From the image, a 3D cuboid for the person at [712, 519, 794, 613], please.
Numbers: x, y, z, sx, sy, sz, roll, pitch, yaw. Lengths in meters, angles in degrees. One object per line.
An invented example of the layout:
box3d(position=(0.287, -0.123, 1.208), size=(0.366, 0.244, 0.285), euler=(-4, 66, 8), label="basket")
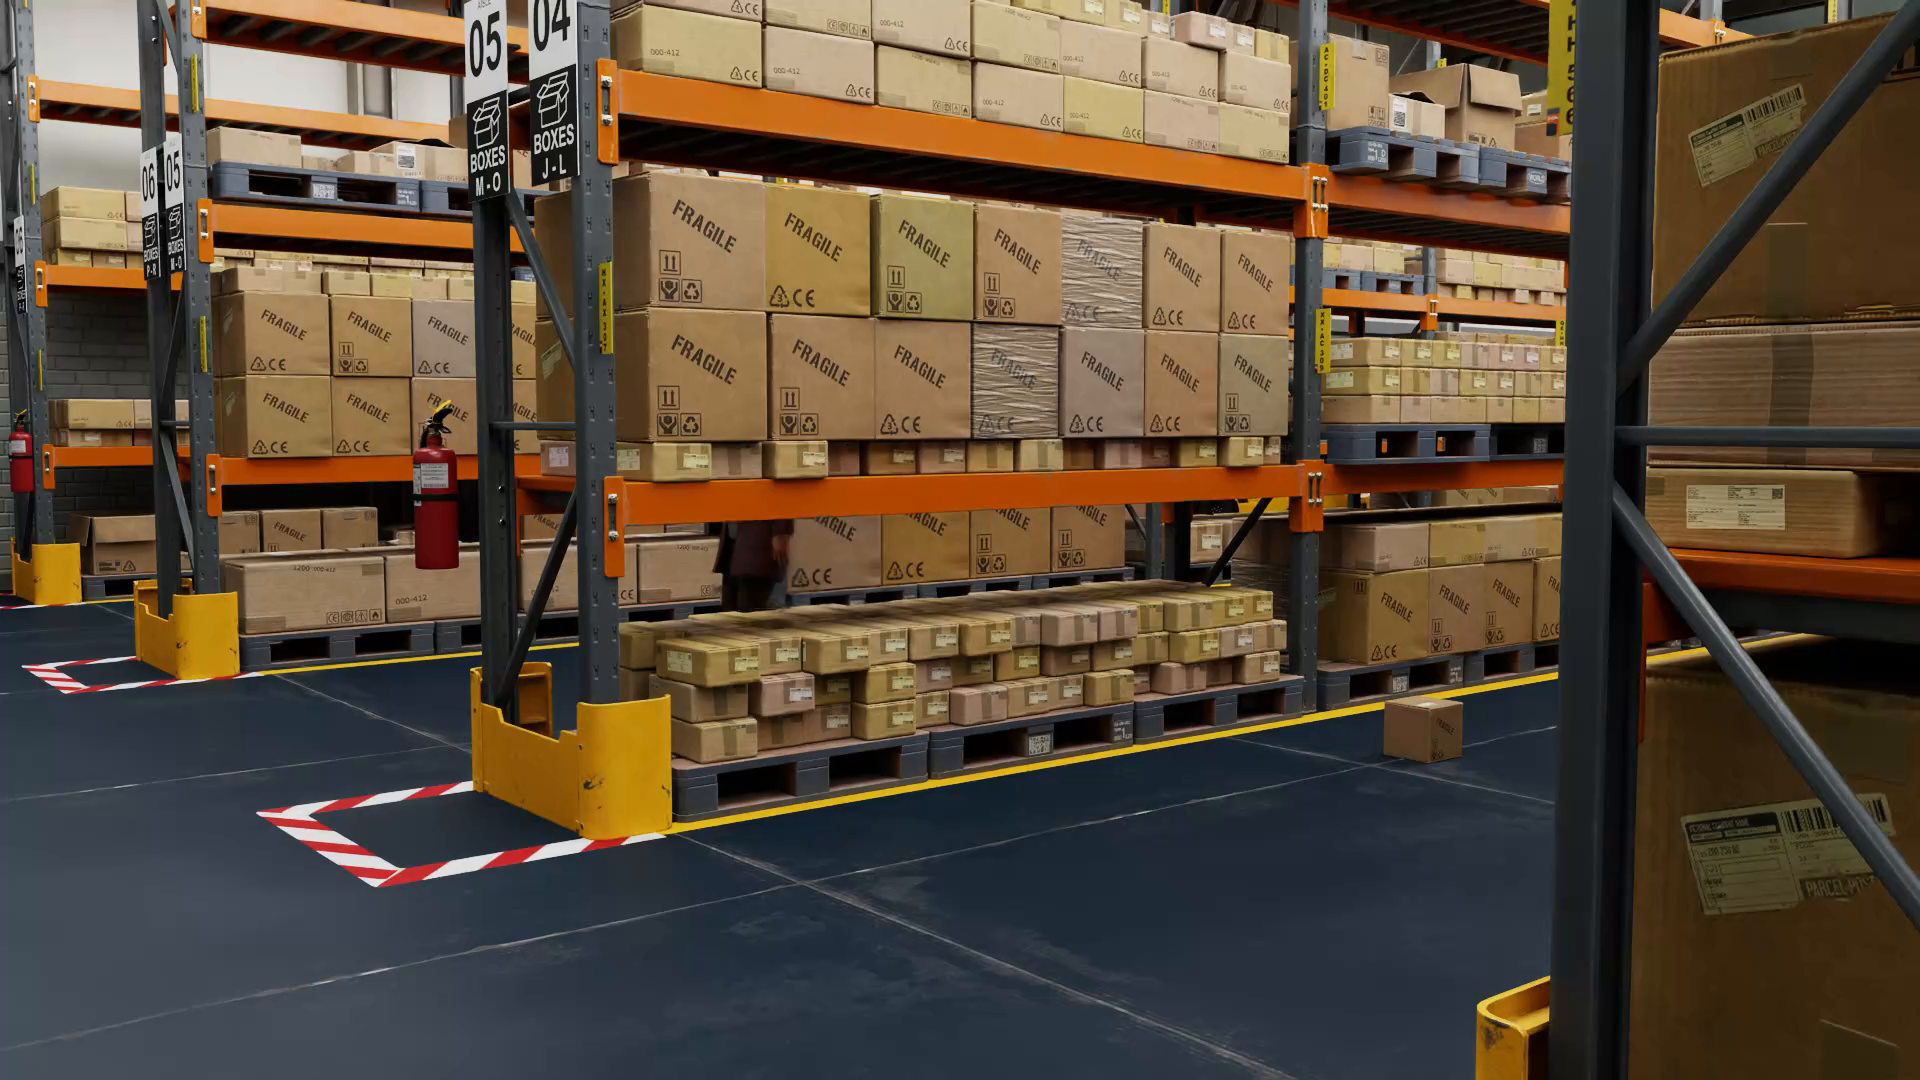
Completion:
box3d(position=(-1.036, -0.023, 8.895), size=(0.683, 1.763, 0.589), euler=(-3, 5, -34), label="person")
